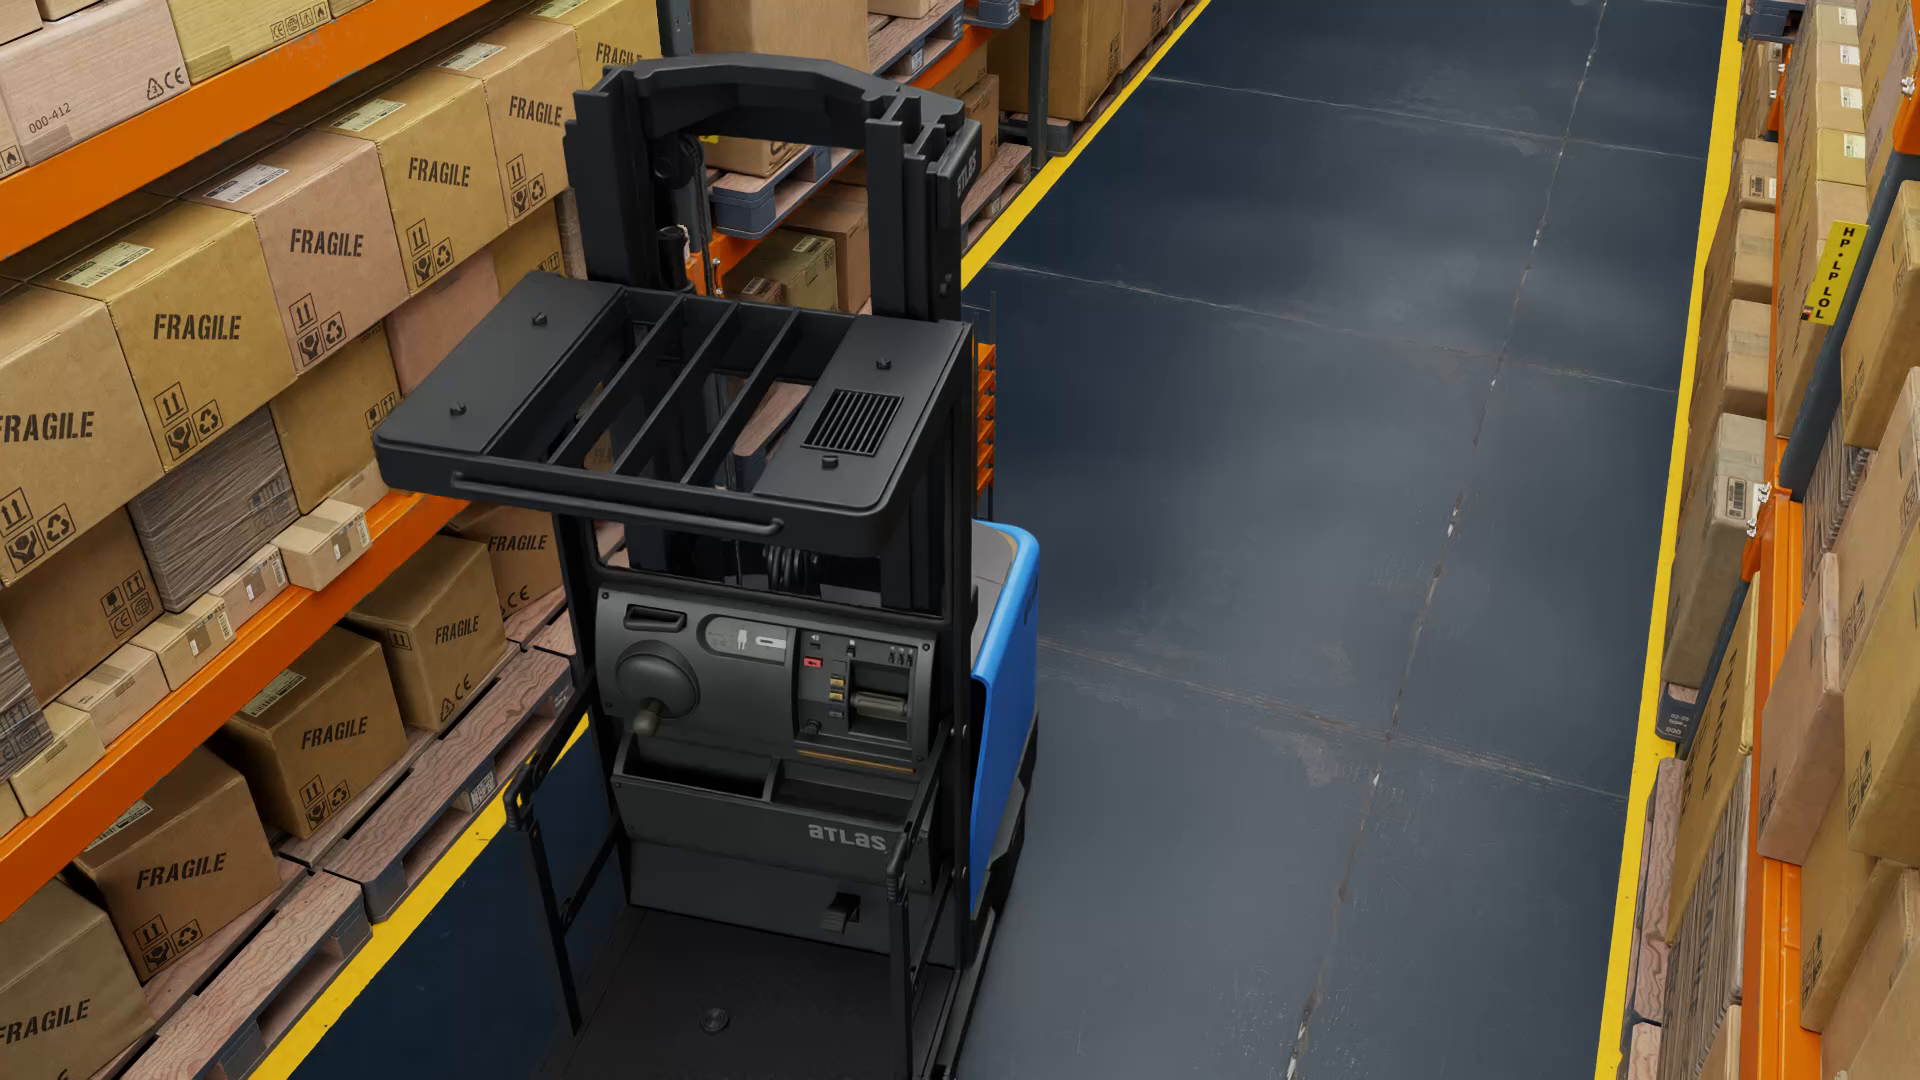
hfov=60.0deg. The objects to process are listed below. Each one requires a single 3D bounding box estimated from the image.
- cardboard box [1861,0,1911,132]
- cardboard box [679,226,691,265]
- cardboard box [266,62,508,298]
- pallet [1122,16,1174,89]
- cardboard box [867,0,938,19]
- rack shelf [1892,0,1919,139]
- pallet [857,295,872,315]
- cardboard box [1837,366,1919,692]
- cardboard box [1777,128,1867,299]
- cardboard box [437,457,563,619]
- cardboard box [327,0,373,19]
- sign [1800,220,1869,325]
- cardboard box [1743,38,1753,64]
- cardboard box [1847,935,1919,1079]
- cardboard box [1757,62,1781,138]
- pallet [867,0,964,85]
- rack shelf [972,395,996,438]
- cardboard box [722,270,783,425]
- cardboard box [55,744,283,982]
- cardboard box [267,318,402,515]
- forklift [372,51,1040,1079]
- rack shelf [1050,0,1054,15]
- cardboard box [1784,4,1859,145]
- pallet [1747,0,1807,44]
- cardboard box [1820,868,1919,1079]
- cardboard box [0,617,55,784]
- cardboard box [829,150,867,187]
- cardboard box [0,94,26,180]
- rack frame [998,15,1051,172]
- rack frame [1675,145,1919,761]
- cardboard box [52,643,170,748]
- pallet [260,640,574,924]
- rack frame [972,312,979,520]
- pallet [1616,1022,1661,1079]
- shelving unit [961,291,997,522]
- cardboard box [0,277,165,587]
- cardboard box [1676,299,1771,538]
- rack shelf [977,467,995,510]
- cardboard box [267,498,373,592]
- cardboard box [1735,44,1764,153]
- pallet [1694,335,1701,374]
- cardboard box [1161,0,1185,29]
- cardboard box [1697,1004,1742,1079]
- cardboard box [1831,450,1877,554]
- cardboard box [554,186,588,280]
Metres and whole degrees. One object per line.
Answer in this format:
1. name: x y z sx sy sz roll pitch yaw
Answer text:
1. cardboard box: 3.842 -1.793 6.225 0.700 0.500 0.500 13 39 17
2. cardboard box: -1.280 -1.132 6.468 0.380 0.149 0.250 14 39 18
3. cardboard box: -1.767 -1.112 5.066 0.500 0.500 0.500 14 39 18
4. pallet: 0.887 -3.608 11.901 1.003 0.211 1.213 14 39 18
5. cardboard box: -0.333 -2.762 8.202 0.396 0.266 0.258 13 39 16
6. rack shelf: 3.840 -2.253 5.854 1.077 0.370 4.000 14 39 18
7. pallet: -0.712 -1.411 8.961 1.003 0.211 1.213 14 39 18
8. cardboard box: 2.472 0.070 3.623 0.875 0.550 0.550 14 39 18
9. cardboard box: 3.414 -1.182 6.242 0.500 0.500 0.500 14 39 18
10. cardboard box: -1.870 -0.054 6.554 0.500 0.500 0.500 27 45 32
11. cardboard box: -1.799 -1.678 4.609 0.500 0.250 0.500 14 39 17
12. sign: 2.573 -0.783 4.891 0.100 0.325 0.005 14 39 18
13. cardboard box: 5.596 -3.480 11.137 0.500 0.500 0.500 15 39 19
14. cardboard box: 1.858 0.968 2.423 0.875 0.550 0.550 14 39 18
15. cardboard box: 4.618 -2.353 9.003 0.500 0.250 0.500 13 39 17
16. pallet: -0.663 -2.451 8.183 1.003 0.211 1.213 14 39 18
17. rack shelf: -0.005 -0.533 6.835 0.258 0.103 0.180 14 39 18
18. cardboard box: -1.216 -0.928 7.707 0.700 0.500 0.500 11 38 14
19. cardboard box: -2.543 0.949 5.212 0.500 0.500 0.500 25 43 29
20. cardboard box: -2.247 -0.506 5.090 0.875 0.500 0.500 14 39 18
21. forklift: -0.570 0.434 4.222 1.130 2.935 3.031 8 38 11
22. rack shelf: 0.813 -4.452 11.302 1.077 0.370 4.000 14 39 18
23. cardboard box: 3.989 -2.018 7.361 0.500 0.500 0.500 13 39 17
24. pallet: 4.773 -2.789 8.636 1.213 0.211 1.003 14 39 18
25. cardboard box: 2.174 1.116 3.127 0.875 0.550 0.550 14 39 18
26. cardboard box: -2.757 0.339 3.959 0.875 0.500 0.500 14 39 18
27. cardboard box: -0.593 -1.807 8.882 0.700 0.500 0.500 17 40 21
28. cardboard box: -2.379 -0.840 3.488 0.500 0.250 0.500 13 39 17
29. rack frame: 0.052 -3.633 9.605 1.000 3.000 0.127 14 39 18
30. rack frame: 3.079 -0.232 5.055 1.000 3.000 0.127 14 39 18
31. cardboard box: -2.365 0.381 4.444 0.380 0.149 0.250 14 39 18
32. pallet: -2.155 0.756 6.062 1.003 0.211 1.213 14 39 18
33. rack frame: -0.040 -0.422 6.812 0.240 1.200 0.006 14 39 18
34. pallet: 2.254 1.966 4.444 1.003 0.211 1.213 14 39 18
35. shelving unit: -0.005 -0.473 6.880 0.258 1.200 0.189 14 39 18
36. cardboard box: -2.334 -0.281 3.953 0.500 0.500 0.500 14 39 18
37. cardboard box: 3.602 -0.397 6.804 1.050 0.750 0.750 14 39 18
38. rack shelf: -0.006 -0.245 7.050 0.258 0.103 0.180 14 39 18
39. cardboard box: -2.003 -0.015 4.974 0.380 0.149 0.250 14 39 18
40. cardboard box: 4.996 -2.621 9.988 0.500 0.500 0.500 12 38 16
41. pallet: 4.231 -0.911 8.292 1.003 0.211 1.213 14 39 18
42. cardboard box: 1.010 -4.311 11.936 1.225 0.875 0.875 13 39 16
43. cardboard box: 2.086 1.787 3.778 0.875 0.875 0.875 13 39 17
44. cardboard box: 2.761 0.224 4.319 0.875 0.550 0.550 14 39 18
45. cardboard box: -1.698 -1.342 6.208 0.875 0.500 0.500 14 39 18
